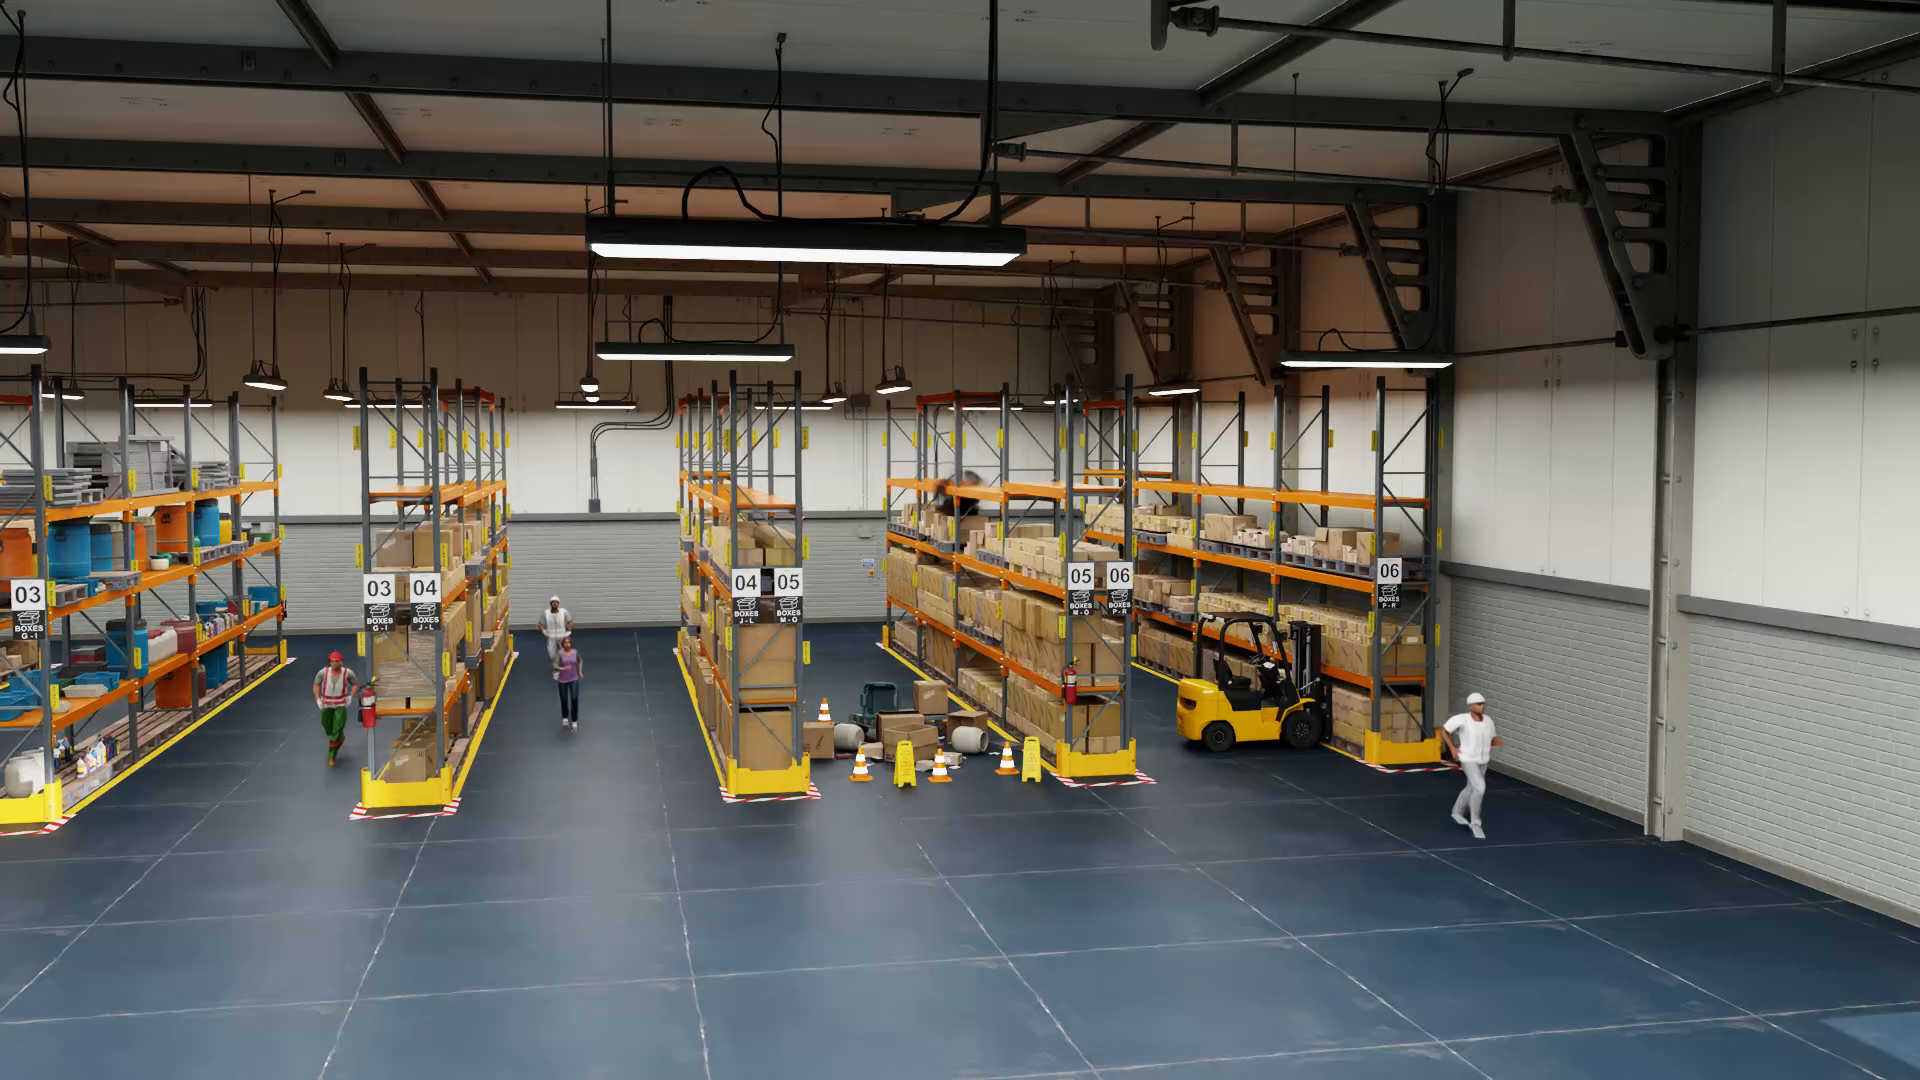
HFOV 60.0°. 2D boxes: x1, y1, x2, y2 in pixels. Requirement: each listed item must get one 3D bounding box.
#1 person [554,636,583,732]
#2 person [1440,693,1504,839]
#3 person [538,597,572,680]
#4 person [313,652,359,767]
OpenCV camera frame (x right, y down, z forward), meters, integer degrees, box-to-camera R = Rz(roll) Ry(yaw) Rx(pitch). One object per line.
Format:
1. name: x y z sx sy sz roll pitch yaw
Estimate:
1. person: -6.785 2.491 28.826 0.504 1.623 0.711 -1 4 -16
2. person: 6.564 2.861 21.240 0.674 1.832 0.785 -2 4 -27
3. person: -8.545 2.058 35.125 0.712 1.736 0.665 -1 4 -17
4. person: -9.733 2.603 25.971 0.664 1.768 0.949 -1 3 -10
